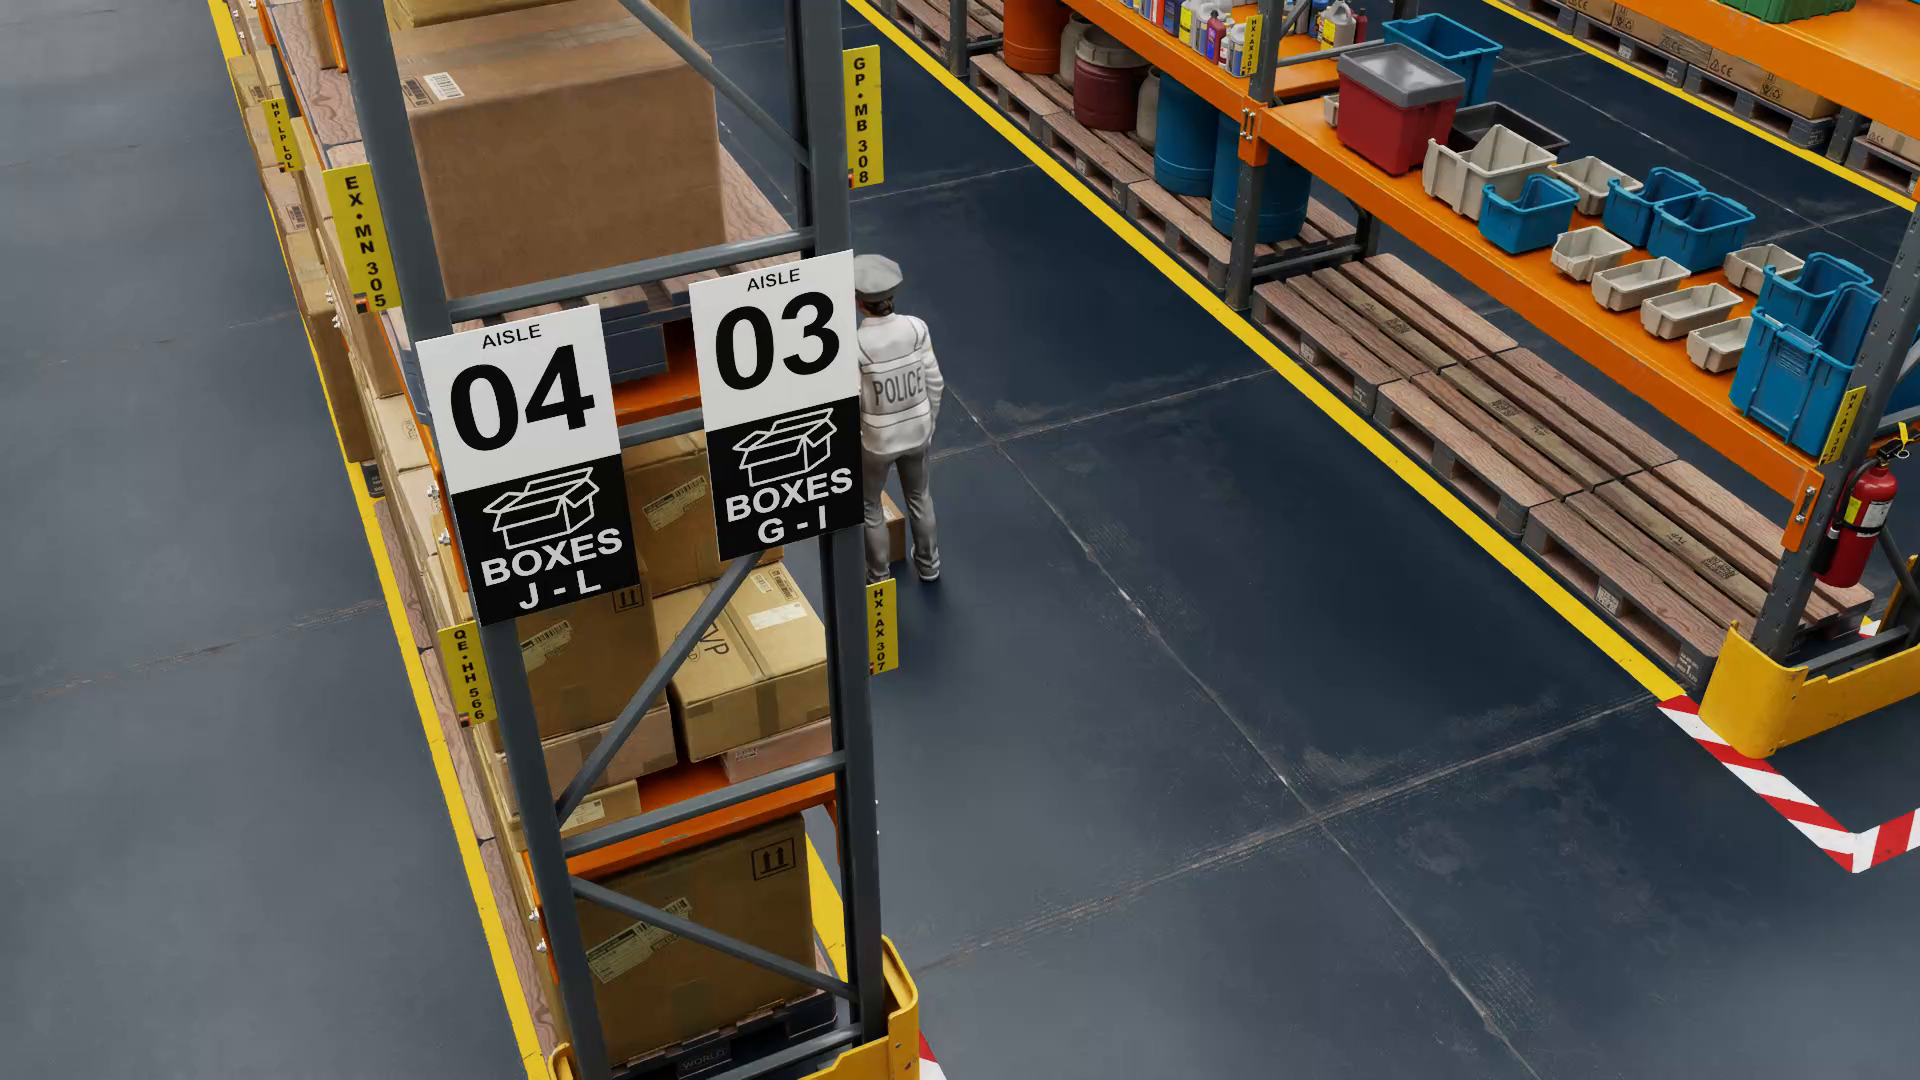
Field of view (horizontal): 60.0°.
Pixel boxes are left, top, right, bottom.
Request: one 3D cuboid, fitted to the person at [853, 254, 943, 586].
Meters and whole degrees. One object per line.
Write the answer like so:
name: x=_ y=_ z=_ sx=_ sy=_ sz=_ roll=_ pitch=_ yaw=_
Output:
person: x=-0.327 y=-0.472 z=7.464 sx=0.547 sy=1.667 sz=0.370 roll=-18 pitch=41 yaw=-22
